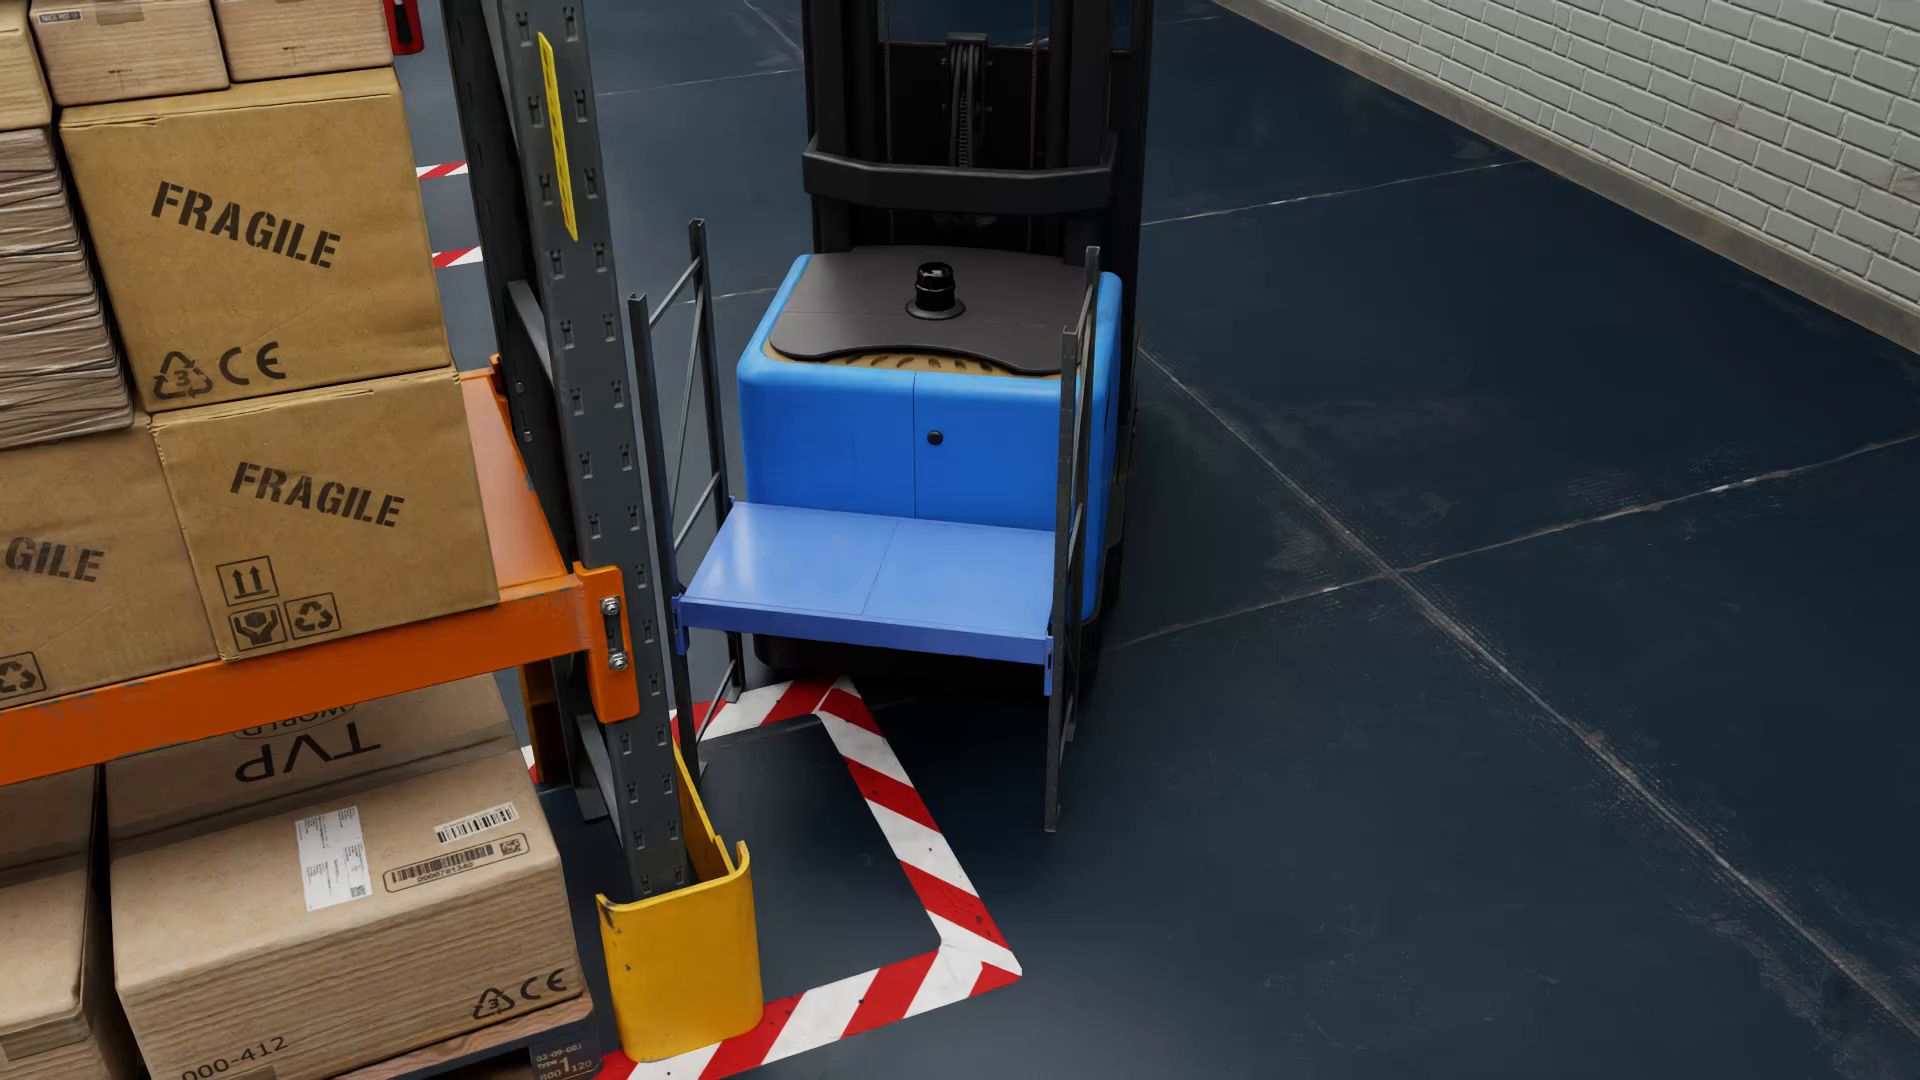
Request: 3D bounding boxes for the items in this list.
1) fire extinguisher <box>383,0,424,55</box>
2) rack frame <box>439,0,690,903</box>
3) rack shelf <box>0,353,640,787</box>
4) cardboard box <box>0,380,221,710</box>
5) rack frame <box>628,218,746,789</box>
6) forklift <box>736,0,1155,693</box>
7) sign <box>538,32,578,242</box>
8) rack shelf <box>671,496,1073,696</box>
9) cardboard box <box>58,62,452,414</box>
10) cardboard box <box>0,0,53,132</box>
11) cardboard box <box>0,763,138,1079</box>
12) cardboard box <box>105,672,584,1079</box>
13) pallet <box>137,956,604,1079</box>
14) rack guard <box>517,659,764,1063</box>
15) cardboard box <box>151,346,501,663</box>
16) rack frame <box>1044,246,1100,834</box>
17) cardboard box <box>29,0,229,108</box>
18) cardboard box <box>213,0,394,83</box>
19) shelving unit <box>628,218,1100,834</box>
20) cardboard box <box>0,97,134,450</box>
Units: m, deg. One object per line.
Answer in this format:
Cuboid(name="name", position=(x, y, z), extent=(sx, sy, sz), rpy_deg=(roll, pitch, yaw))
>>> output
Cuboid(name="fire extinguisher", position=(-2.457, -2.452, 7.181), extent=(0.183, 0.674, 0.296), rpy_deg=(-13, 35, -19))
Cuboid(name="rack frame", position=(-0.859, -0.352, 3.540), extent=(0.127, 3.000, 1.000), rpy_deg=(-13, 35, -19))
Cuboid(name="rack shelf", position=(-2.703, 0.372, 3.087), extent=(4.000, 0.370, 1.077), rpy_deg=(-13, 35, -19))
Cuboid(name="cardboard box", position=(-1.670, -0.060, 3.001), extent=(0.500, 0.500, 0.500), rpy_deg=(-14, 35, -20))
Cuboid(name="rack frame", position=(-0.713, -0.062, 4.470), extent=(0.032, 1.500, 0.500), rpy_deg=(6, 33, 8))
Cuboid(name="forklift", position=(0.088, -1.564, 5.467), extent=(1.130, 2.935, 3.031), rpy_deg=(4, 33, 7))
Cuboid(name="sign", position=(-0.661, -0.660, 2.736), extent=(0.005, 0.325, 0.100), rpy_deg=(-13, 35, -19))
Cuboid(name="rack shelf", position=(-0.213, 0.137, 4.494), extent=(1.000, 0.185, 0.538), rpy_deg=(6, 33, 8))
Cuboid(name="cardboard box", position=(-1.211, -0.591, 2.900), extent=(0.500, 0.500, 0.500), rpy_deg=(-12, 35, -17))
Cuboid(name="cardboard box", position=(-1.542, -0.746, 2.542), extent=(0.250, 0.149, 0.380), rpy_deg=(-13, 35, -19))
Cuboid(name="cardboard box", position=(-2.269, 0.933, 3.529), extent=(0.875, 0.438, 0.875), rpy_deg=(-12, 35, -18))
Cuboid(name="cardboard box", position=(-1.428, 0.736, 3.833), extent=(0.875, 0.438, 0.875), rpy_deg=(-14, 36, -21))
Cuboid(name="pallet", position=(-1.566, 1.025, 3.981), extent=(1.213, 0.211, 1.003), rpy_deg=(-13, 35, -19))
Cuboid(name="rack guard", position=(-0.837, 0.691, 4.230), extent=(0.348, 0.500, 1.175), rpy_deg=(-13, 35, -19))
Cuboid(name="cardboard box", position=(-1.201, -0.159, 3.152), extent=(0.500, 0.500, 0.500), rpy_deg=(-13, 35, -19))
Cuboid(name="rack frame", position=(0.288, 0.035, 4.321), extent=(0.032, 1.500, 0.500), rpy_deg=(6, 33, 8))
Cuboid(name="cardboard box", position=(-1.337, -0.842, 2.691), extent=(0.250, 0.149, 0.380), rpy_deg=(-12, 35, -18))
Cuboid(name="cardboard box", position=(-1.112, -0.908, 2.792), extent=(0.250, 0.149, 0.380), rpy_deg=(-12, 35, -18))
Cuboid(name="shelving unit", position=(-0.213, -0.014, 4.396), extent=(1.048, 1.500, 0.538), rpy_deg=(6, 33, 8))
Cuboid(name="cardboard box", position=(-1.682, -0.466, 2.707), extent=(0.500, 0.500, 0.500), rpy_deg=(-13, 35, -19))
